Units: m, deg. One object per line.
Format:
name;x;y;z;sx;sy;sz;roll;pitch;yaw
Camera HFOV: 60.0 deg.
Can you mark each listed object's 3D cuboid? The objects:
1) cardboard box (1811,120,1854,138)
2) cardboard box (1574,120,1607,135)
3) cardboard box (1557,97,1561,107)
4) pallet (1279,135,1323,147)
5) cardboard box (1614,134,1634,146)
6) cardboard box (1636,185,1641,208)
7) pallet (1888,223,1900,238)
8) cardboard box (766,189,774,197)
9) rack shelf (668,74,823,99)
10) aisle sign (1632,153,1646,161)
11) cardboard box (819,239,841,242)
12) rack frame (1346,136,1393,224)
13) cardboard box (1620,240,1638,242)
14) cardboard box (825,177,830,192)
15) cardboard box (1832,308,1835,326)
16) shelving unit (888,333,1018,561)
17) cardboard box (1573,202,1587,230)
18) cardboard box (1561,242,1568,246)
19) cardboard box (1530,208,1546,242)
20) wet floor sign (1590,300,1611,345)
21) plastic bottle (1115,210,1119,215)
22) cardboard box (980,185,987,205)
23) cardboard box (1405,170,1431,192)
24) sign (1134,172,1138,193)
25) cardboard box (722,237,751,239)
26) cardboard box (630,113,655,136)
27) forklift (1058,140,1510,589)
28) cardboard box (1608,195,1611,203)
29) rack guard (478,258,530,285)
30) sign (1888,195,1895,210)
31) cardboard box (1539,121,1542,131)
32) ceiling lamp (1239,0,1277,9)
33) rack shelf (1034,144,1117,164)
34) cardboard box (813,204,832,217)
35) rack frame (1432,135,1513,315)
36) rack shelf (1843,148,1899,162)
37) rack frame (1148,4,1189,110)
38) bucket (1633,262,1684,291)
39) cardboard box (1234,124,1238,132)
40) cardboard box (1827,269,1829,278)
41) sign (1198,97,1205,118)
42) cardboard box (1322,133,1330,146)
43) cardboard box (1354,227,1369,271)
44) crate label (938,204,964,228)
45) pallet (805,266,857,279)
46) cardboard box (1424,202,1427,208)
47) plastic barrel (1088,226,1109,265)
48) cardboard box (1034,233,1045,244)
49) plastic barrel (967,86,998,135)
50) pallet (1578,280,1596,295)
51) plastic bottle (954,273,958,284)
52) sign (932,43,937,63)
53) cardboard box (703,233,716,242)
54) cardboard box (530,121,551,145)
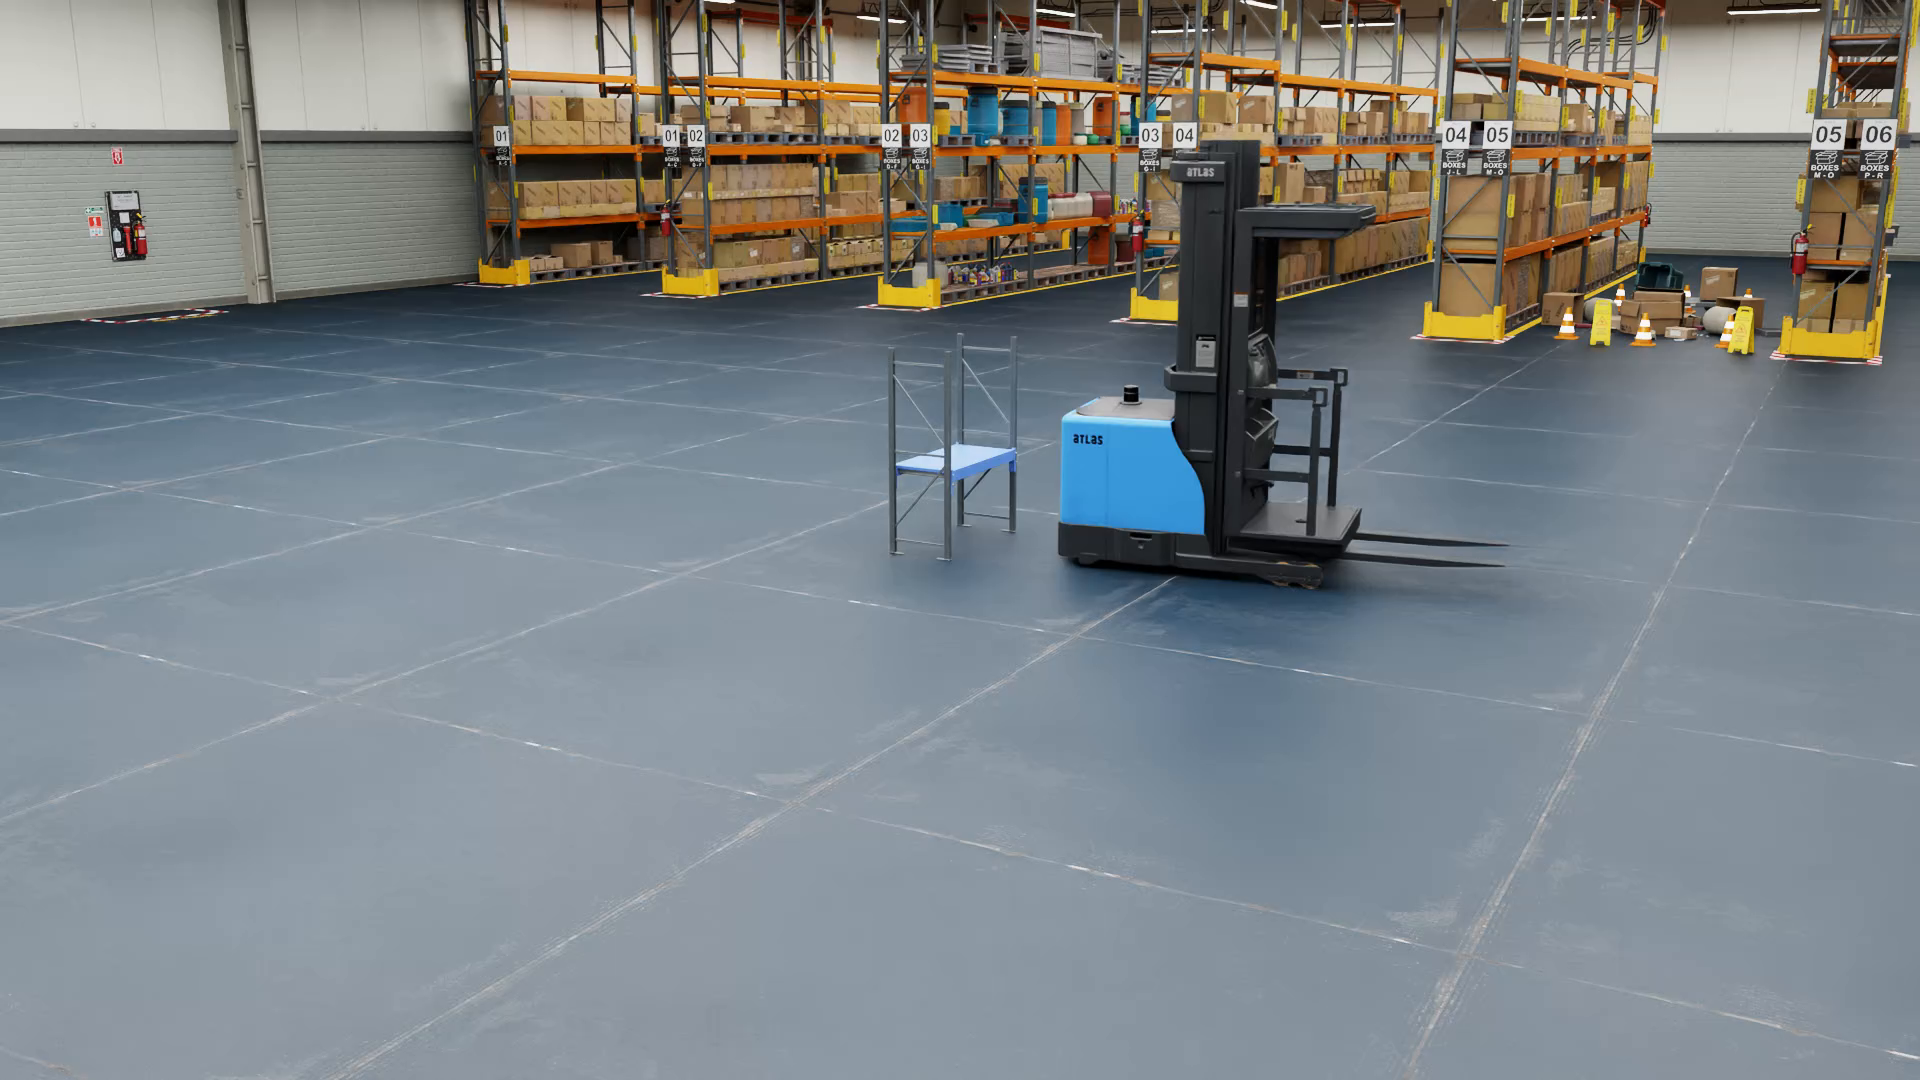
cardboard box;12.102;-5.699;23.056;0.500;0.250;0.500;7;15;27
cardboard box;12.084;-7.808;31.909;0.500;0.500;0.500;7;15;28
cardboard box;9.744;-7.259;27.570;0.380;0.149;0.250;7;15;28
pallet;6.239;-7.671;31.954;1.213;0.211;1.003;7;15;28
cardboard box;13.964;-8.486;35.251;0.500;0.250;0.500;8;16;31
cardboard box;14.961;-7.718;37.298;0.500;0.500;0.500;7;15;28
pallet;15.706;-5.423;29.037;1.213;0.211;1.003;7;15;28
cardboard box;-4.006;-7.069;33.856;0.380;0.149;0.250;8;16;30
rack shelf;-4.288;-9.062;33.309;1.077;0.370;4.000;7;15;28
aisle sign;15.741;-9.101;38.336;0.394;0.787;0.004;7;15;28
cardboard box;-2.887;-6.565;37.139;0.500;0.311;0.500;7;15;28
rack frame;9.216;-7.618;37.732;1.000;3.000;0.127;7;15;28
cardboard box;15.409;-6.826;38.365;0.380;0.149;0.250;8;15;29
cardboard box;-3.795;-9.381;44.156;0.500;0.500;0.500;7;15;27
cardboard box;13.000;-3.411;25.253;0.500;0.250;0.500;7;15;27
shelving unit;-0.041;-0.712;12.285;0.538;1.500;1.048;7;15;28
cardboard box;11.350;-6.038;30.966;0.500;0.500;0.500;7;15;28
cardboard box;11.677;-5.738;32.772;0.500;0.250;0.500;7;15;27
cardboard box;9.228;-5.274;27.692;0.875;0.550;0.550;7;15;28
wet floor sign;9.427;-3.199;24.424;0.267;0.644;0.232;5;14;18
plastic bottle;3.439;-7.350;36.887;0.152;0.276;0.135;7;15;28
cardboard box;0.563;-8.921;42.925;0.500;0.500;0.500;8;16;29
cardboard box;11.144;-8.745;40.493;0.500;0.500;0.500;8;16;29
sign;2.939;-5.940;27.625;0.100;0.325;0.005;7;15;28
cardboard box;-4.543;-5.964;34.243;0.500;0.500;0.500;7;15;28
cardboard box;-7.325;-9.474;37.923;0.500;0.500;0.500;10;17;36
forklift;2.267;-1.236;11.408;3.031;2.935;1.130;5;14;20
cardboard box;13.241;-7.053;34.395;0.380;0.149;0.250;8;16;30
rack guard;-9.557;-5.640;34.862;1.175;0.500;0.348;7;15;28
sign;14.502;-5.215;25.917;0.100;0.325;0.005;7;15;28
cardboard box;9.009;-6.559;26.365;0.380;0.149;0.250;7;15;28
ceiling lamp;6.927;-13.445;36.647;0.800;3.185;2.000;7;15;28
rack shelf;1.980;-8.057;34.687;1.077;0.370;4.000;7;15;28
cardboard box;-3.122;-7.133;36.040;0.500;0.250;0.500;9;16;32
rack frame;7.708;-4.573;25.103;1.000;3.000;0.127;7;15;28
rack shelf;18.858;-8.014;34.510;1.077;0.370;4.000;7;15;28
rack frame;4.880;-11.096;39.357;1.000;3.000;0.127;7;15;28
bucket;11.594;-4.252;27.514;0.620;0.611;0.726;1;9;-42
cardboard box;4.604;-7.140;28.819;0.380;0.149;0.250;7;15;26
cardboard box;12.492;-3.909;24.333;0.380;0.149;0.250;8;16;29
sign;3.890;-6.978;26.811;0.100;0.325;0.005;7;15;28
cardboard box;7.039;-7.954;33.046;0.500;0.250;0.500;7;15;28
cardboard box;8.072;-6.290;35.861;1.225;0.875;0.875;7;15;28
crate label;-0.268;-6.143;31.537;0.502;0.435;0.616;7;15;28
pallet;-2.999;-5.900;36.555;1.003;0.211;1.213;7;15;28
cardboard box;11.142;-8.153;40.486;0.380;0.149;0.250;8;15;29
plastic barrel;3.168;-6.610;37.286;0.600;0.830;0.708;7;15;28
cardboard box;1.947;-8.108;44.693;0.500;0.250;0.500;7;15;28
plastic barrel;0.438;-8.252;31.996;0.600;0.901;0.708;7;15;28
pallet;11.954;-5.019;32.903;1.003;0.211;1.213;7;15;28
plastic bottle;-0.086;-5.064;32.170;0.097;0.201;0.097;0;14;0
sign;-0.441;-8.469;28.907;0.100;0.325;0.005;7;15;28
cardboard box;-6.379;-7.234;40.532;0.700;0.500;0.500;7;15;28
cardboard box;-8.922;-8.503;34.746;0.500;0.500;0.500;9;16;32
